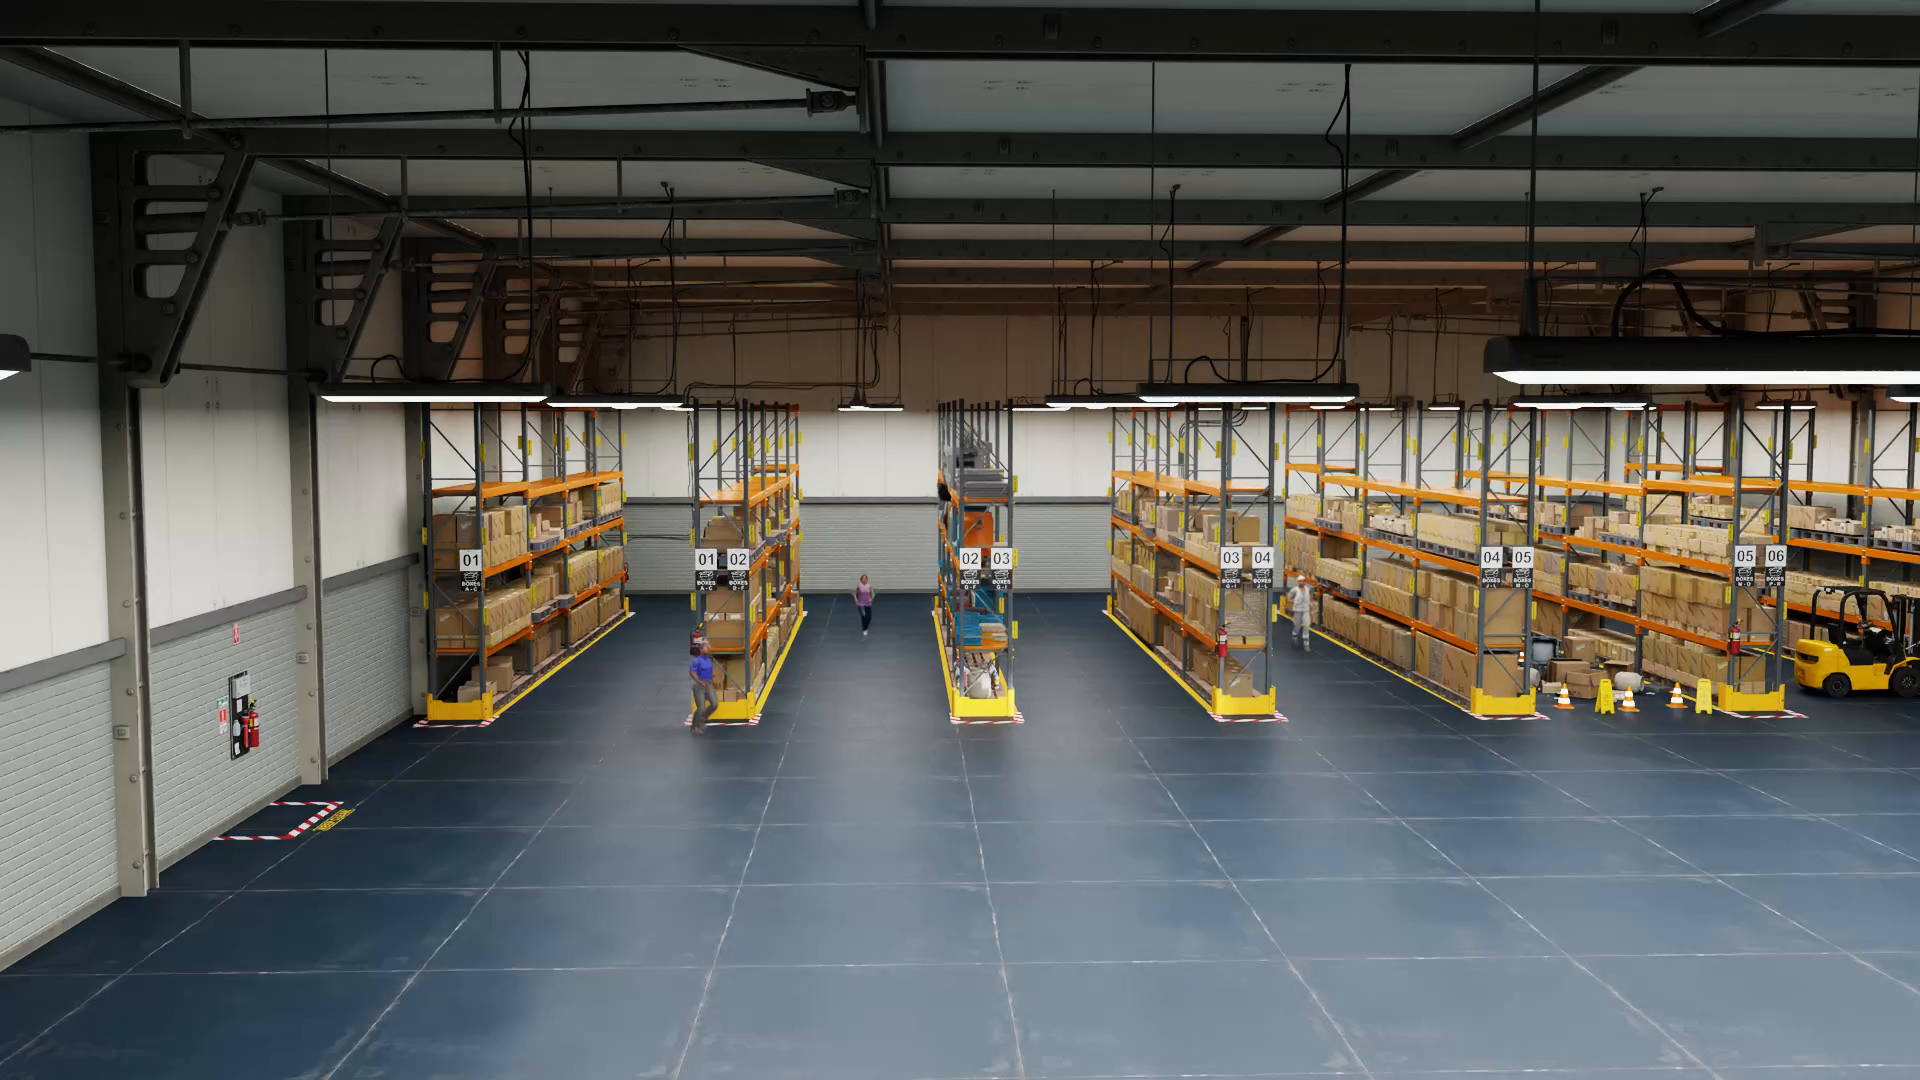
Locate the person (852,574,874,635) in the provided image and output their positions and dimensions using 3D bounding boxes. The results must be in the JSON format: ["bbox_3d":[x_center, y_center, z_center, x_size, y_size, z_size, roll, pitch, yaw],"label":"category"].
[{"bbox_3d":[-2.373,1.608,41.069,0.542,1.528,0.663,-1,4,-12],"label":"person"}]

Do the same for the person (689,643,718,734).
[{"bbox_3d":[-4.566,2.653,29.849,0.528,1.598,0.604,3,6,39],"label":"person"}]

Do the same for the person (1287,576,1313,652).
[{"bbox_3d":[8.237,1.749,40.224,0.655,1.792,0.991,0,4,-4],"label":"person"}]

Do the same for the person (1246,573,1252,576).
[{"bbox_3d":[8.054,1.371,45.865,0.690,1.735,0.534,0,4,-1],"label":"person"}]
